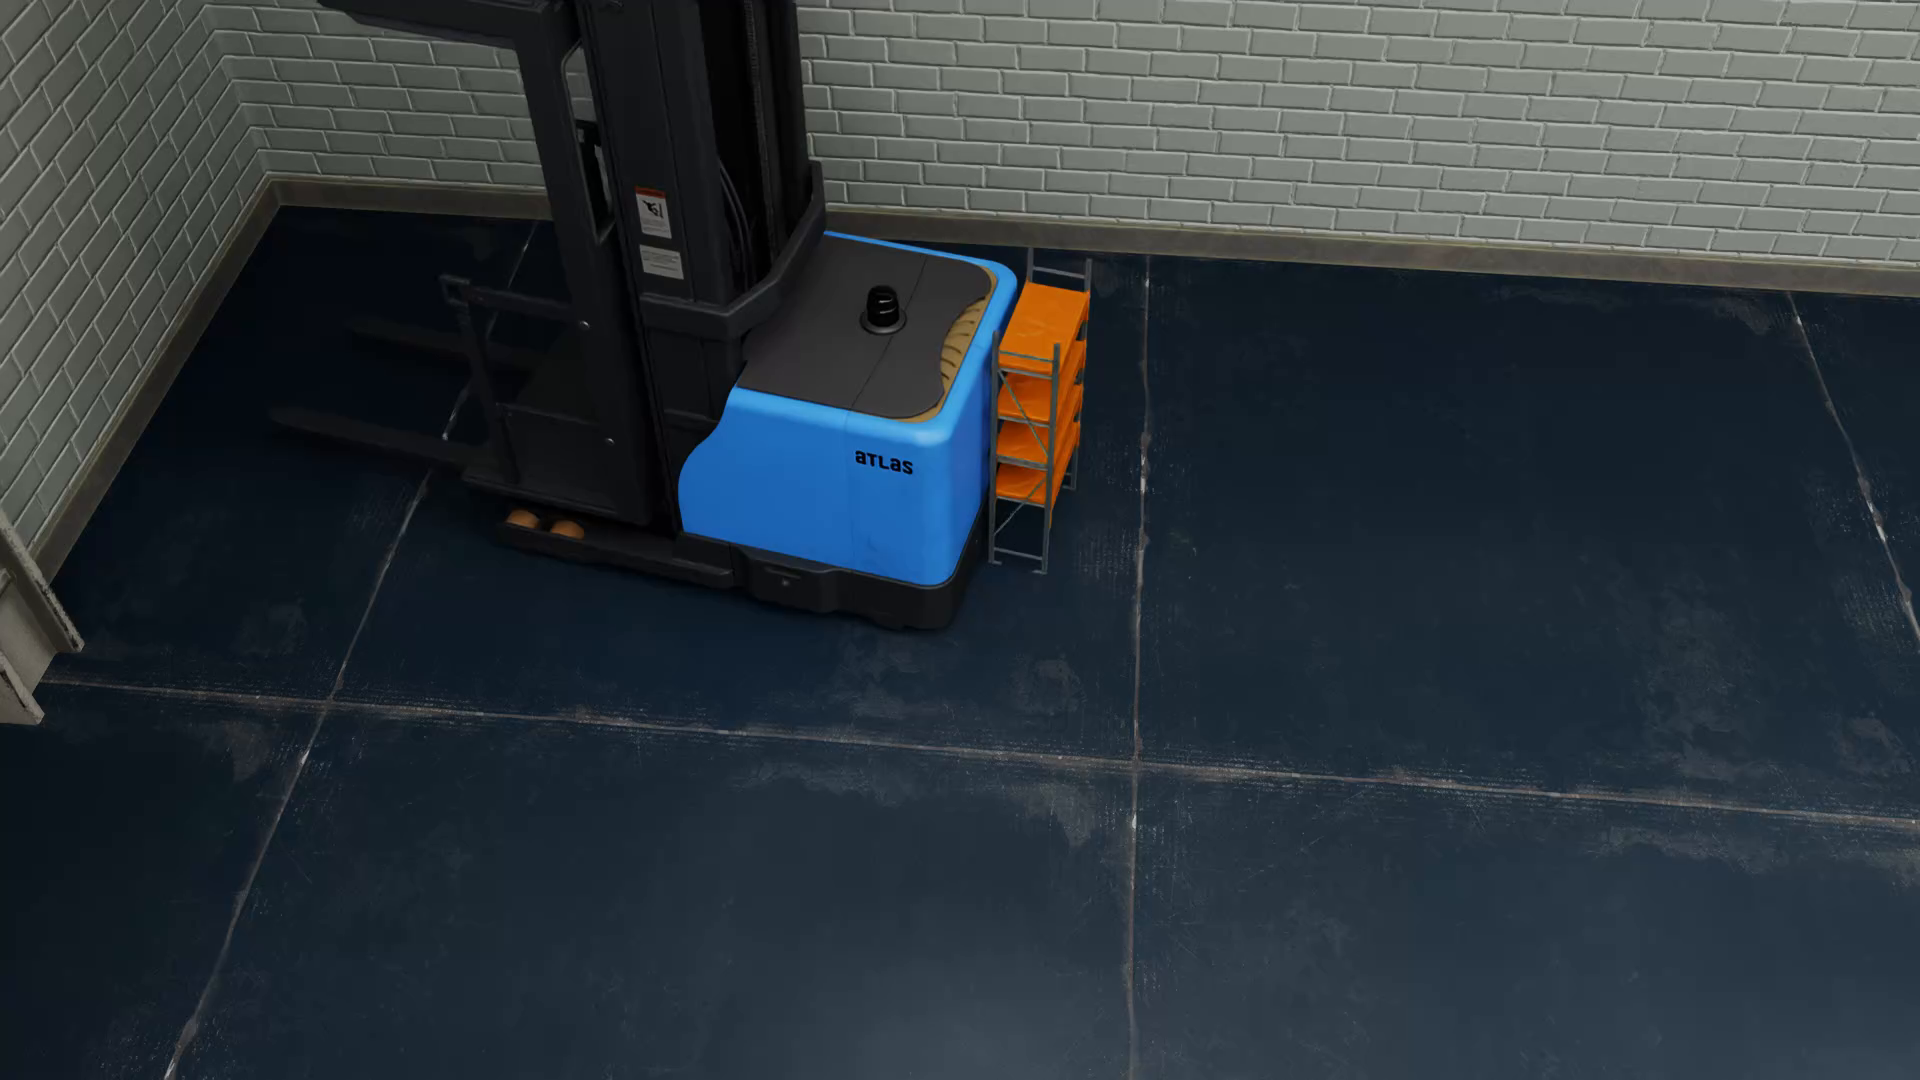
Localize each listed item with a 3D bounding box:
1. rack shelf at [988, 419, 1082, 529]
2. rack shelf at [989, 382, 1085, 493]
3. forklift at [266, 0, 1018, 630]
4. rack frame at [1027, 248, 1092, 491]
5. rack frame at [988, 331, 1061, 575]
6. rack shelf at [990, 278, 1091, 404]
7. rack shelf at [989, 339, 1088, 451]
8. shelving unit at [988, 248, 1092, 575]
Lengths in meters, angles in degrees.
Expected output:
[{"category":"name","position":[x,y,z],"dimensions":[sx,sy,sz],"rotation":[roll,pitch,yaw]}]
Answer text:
[{"category":"rack shelf","position":[0.298,-0.287,6.560],"dimensions":[0.258,0.148,0.480],"rotation":[12,49,11]},{"category":"rack shelf","position":[0.298,-0.421,6.413],"dimensions":[0.258,0.148,0.480],"rotation":[12,49,11]},{"category":"forklift","position":[-1.345,-1.269,5.925],"dimensions":[3.031,2.935,1.130],"rotation":[12,49,11]},{"category":"rack frame","position":[0.366,-0.640,6.522],"dimensions":[0.240,1.200,0.015],"rotation":[12,49,11]},{"category":"rack frame","position":[0.231,-0.294,6.206],"dimensions":[0.240,1.200,0.015],"rotation":[12,49,11]},{"category":"rack shelf","position":[0.298,-0.732,6.074],"dimensions":[0.258,0.148,0.480],"rotation":[12,49,11]},{"category":"rack shelf","position":[0.298,-0.572,6.248],"dimensions":[0.258,0.148,0.480],"rotation":[12,49,11]},{"category":"shelving unit","position":[0.298,-0.467,6.364],"dimensions":[0.258,1.200,0.503],"rotation":[12,49,11]}]
